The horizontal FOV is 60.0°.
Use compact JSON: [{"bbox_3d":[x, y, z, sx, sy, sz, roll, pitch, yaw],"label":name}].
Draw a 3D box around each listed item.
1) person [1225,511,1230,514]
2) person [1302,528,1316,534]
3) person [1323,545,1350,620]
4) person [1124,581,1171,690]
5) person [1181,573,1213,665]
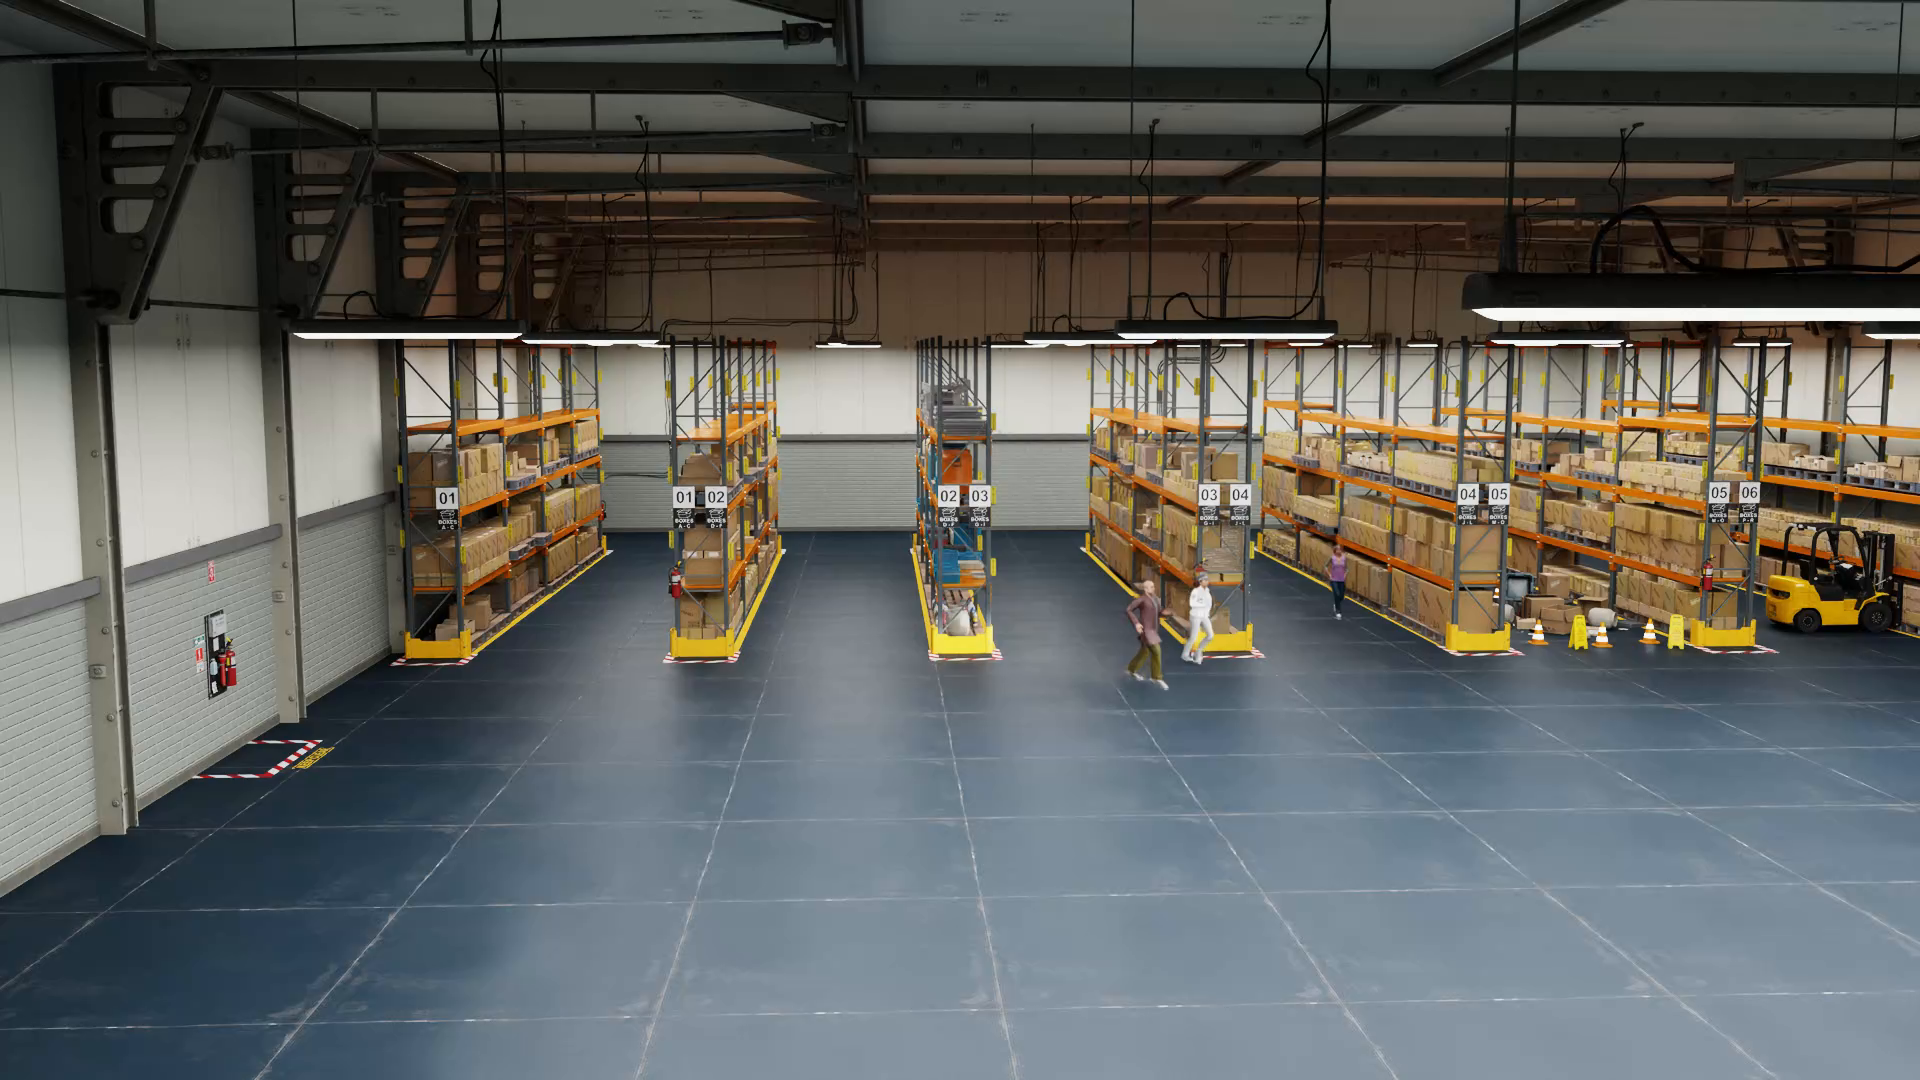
[{"bbox_3d":[7.434,-0.431,46.790,0.583,1.744,0.802,0,6,0],"label":"person"},{"bbox_3d":[10.412,-0.661,49.127,0.611,1.610,0.575,-1,7,-7],"label":"person"},{"bbox_3d":[8.097,0.882,35.768,0.548,1.588,0.681,0,6,-3],"label":"person"},{"bbox_3d":[3.206,1.605,28.436,0.898,1.836,0.680,4,7,29],"label":"person"},{"bbox_3d":[4.436,1.441,30.505,0.617,1.709,0.666,-5,8,-38],"label":"person"}]
